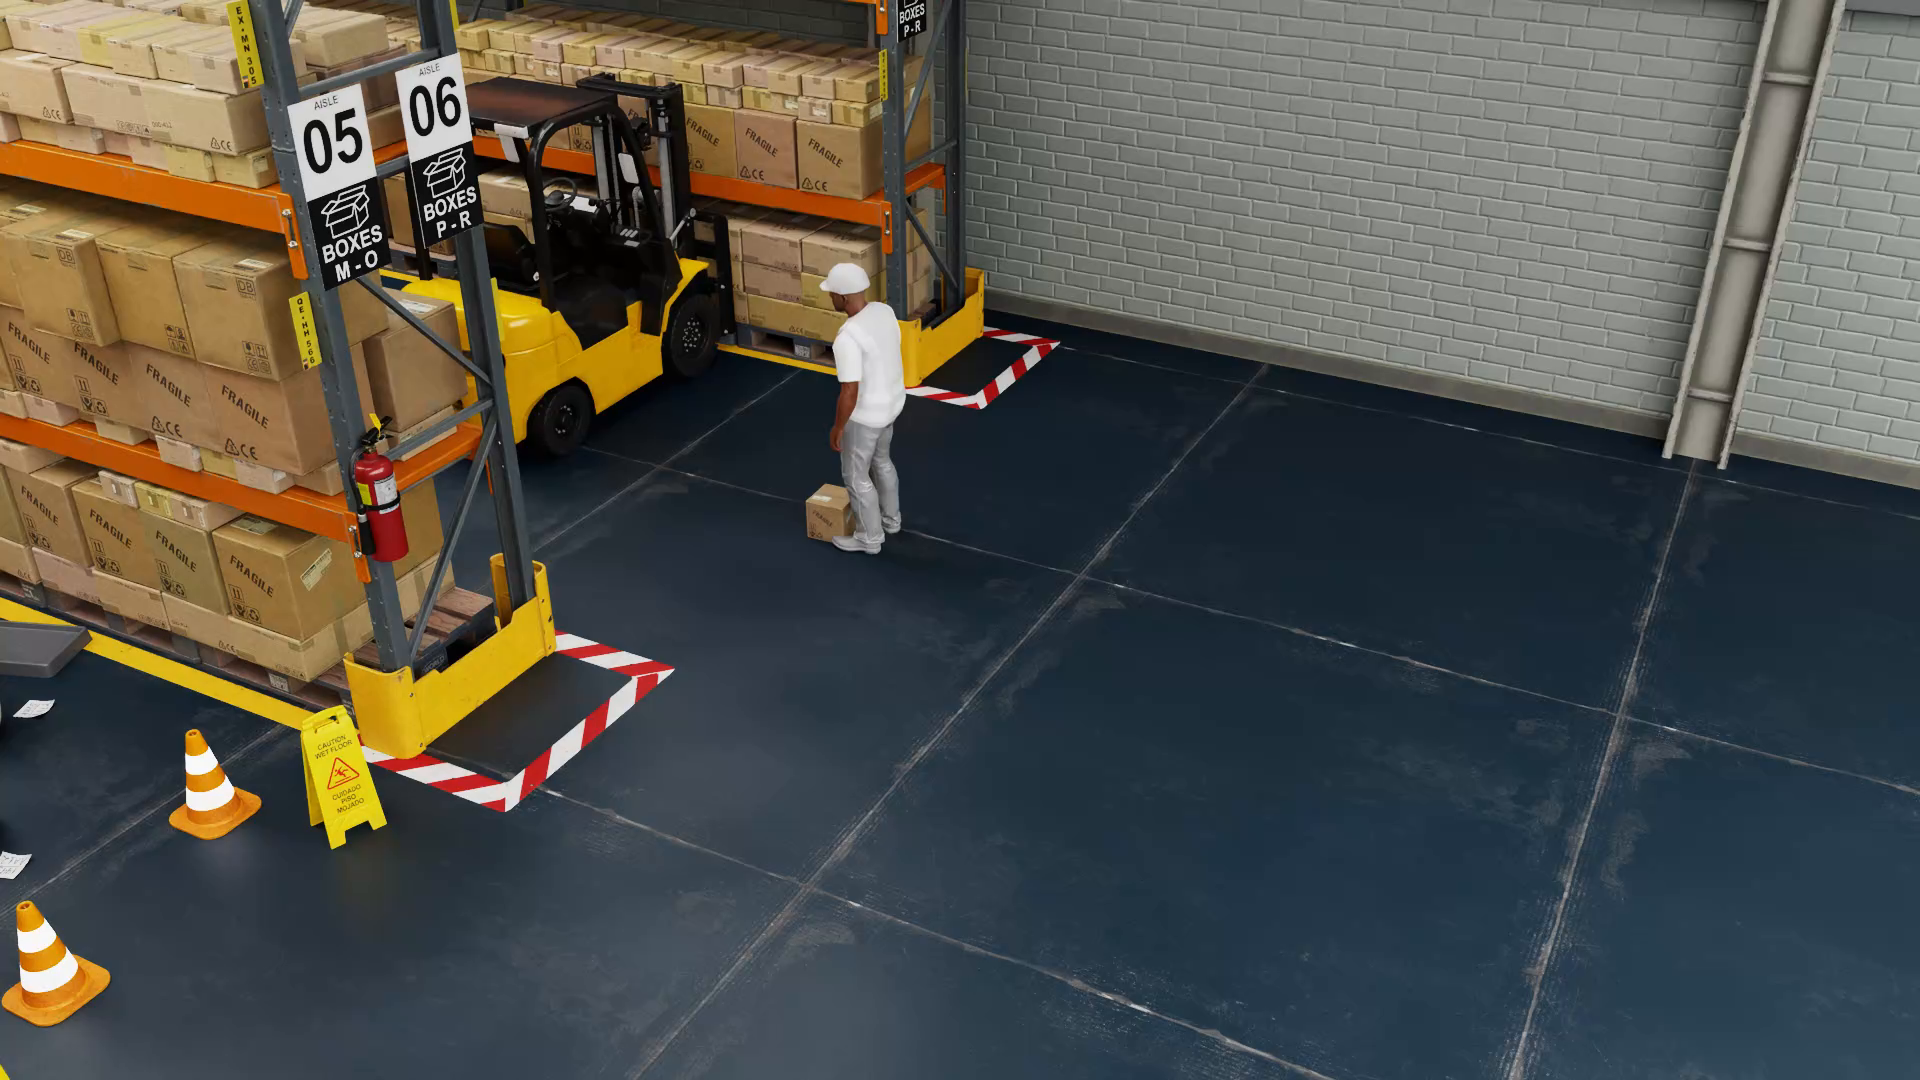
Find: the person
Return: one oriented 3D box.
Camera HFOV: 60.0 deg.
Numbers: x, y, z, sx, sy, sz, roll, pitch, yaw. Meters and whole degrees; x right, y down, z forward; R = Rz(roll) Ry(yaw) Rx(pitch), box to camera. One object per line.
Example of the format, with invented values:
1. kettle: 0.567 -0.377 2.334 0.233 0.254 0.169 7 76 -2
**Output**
1. person: -0.557 -0.760 9.596 0.455 1.761 0.637 13 32 21
